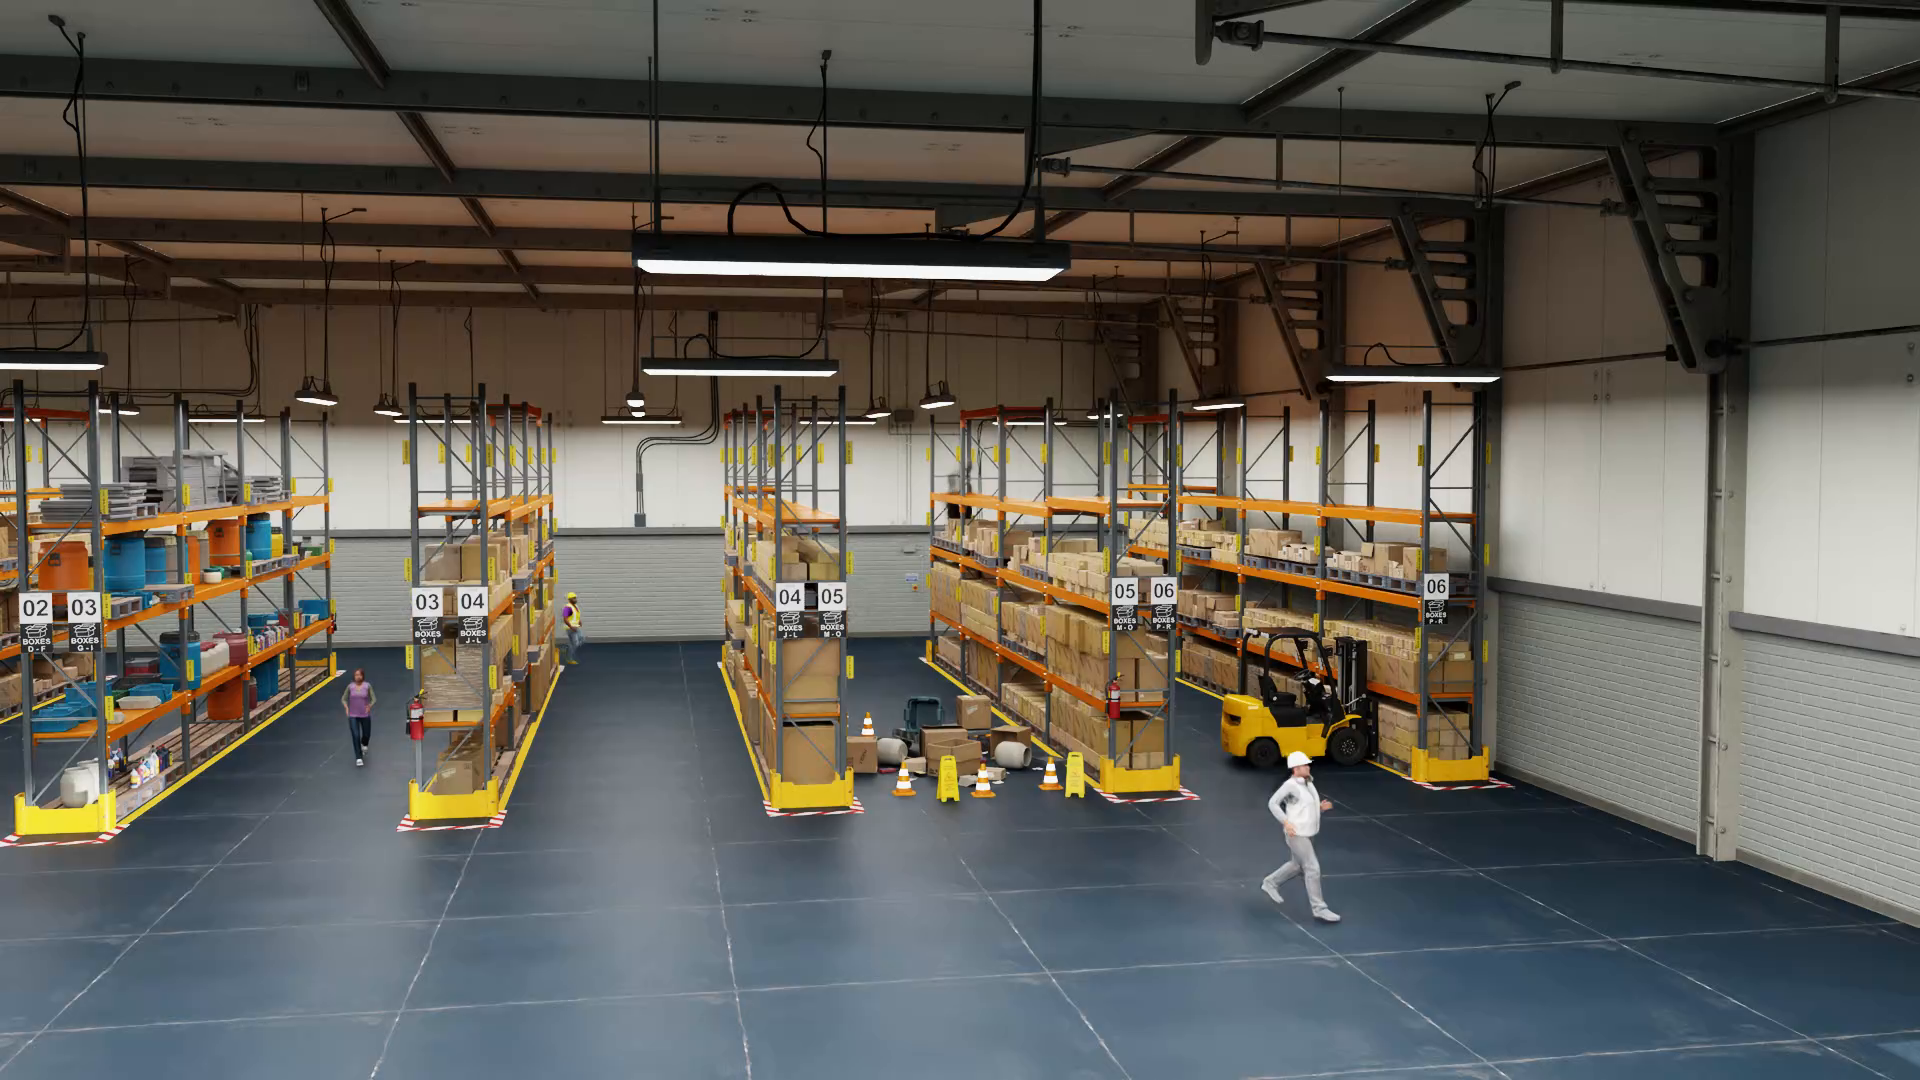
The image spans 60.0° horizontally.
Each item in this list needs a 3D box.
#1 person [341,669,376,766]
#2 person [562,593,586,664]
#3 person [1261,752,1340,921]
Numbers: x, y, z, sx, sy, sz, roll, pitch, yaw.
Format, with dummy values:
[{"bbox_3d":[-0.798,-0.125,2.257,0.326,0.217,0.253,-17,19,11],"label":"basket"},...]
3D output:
[{"bbox_3d":[-9.763,2.857,26.979,0.529,1.549,0.608,-1,3,-21],"label":"person"},{"bbox_3d":[-9.294,2.122,39.976,0.519,1.726,0.740,0,3,8],"label":"person"},{"bbox_3d":[3.693,3.175,18.032,0.967,1.761,0.653,2,3,33],"label":"person"}]
